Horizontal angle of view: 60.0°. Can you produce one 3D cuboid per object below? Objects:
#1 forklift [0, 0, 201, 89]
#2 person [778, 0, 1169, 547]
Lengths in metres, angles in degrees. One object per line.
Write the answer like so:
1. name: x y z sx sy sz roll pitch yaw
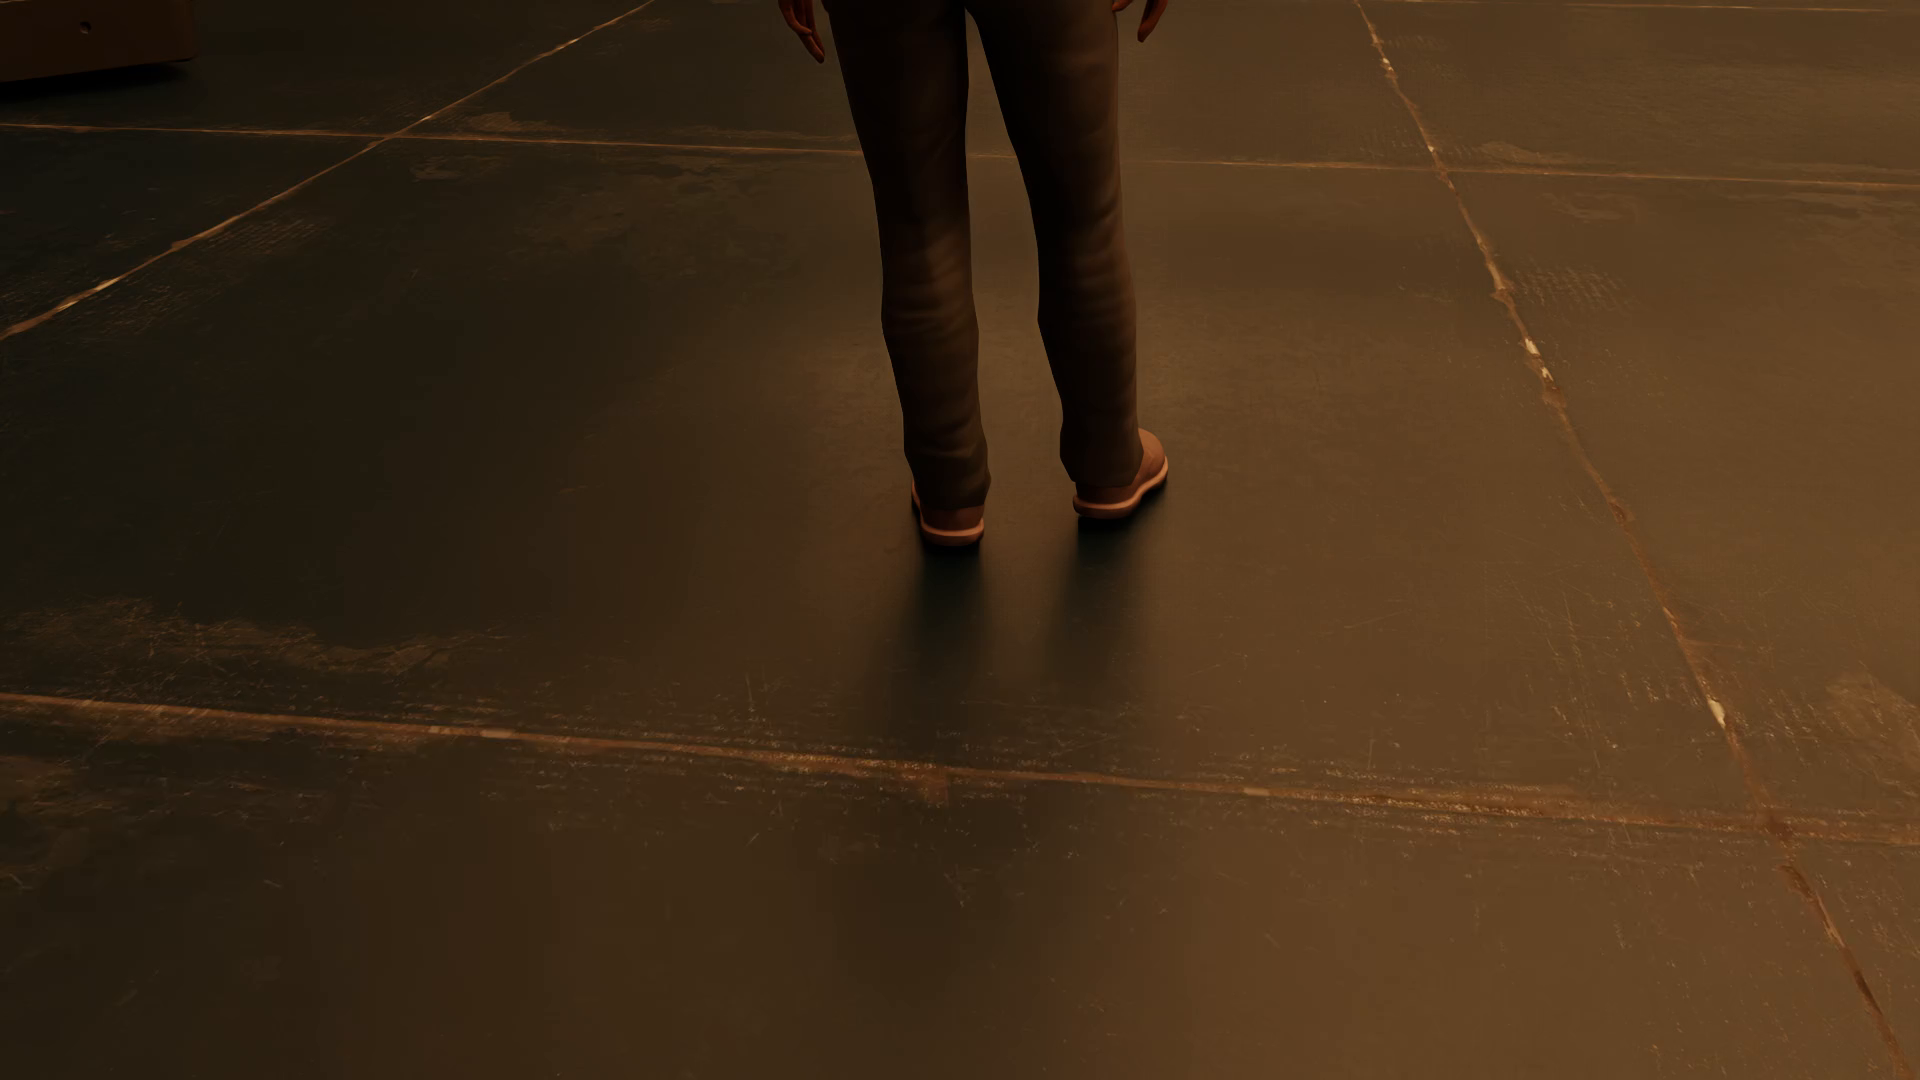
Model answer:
1. forklift: -3.954 -3.207 5.645 1.130 2.935 3.031 -23 35 -38
2. person: 0.032 -0.785 2.204 0.569 1.656 0.501 3 27 7
